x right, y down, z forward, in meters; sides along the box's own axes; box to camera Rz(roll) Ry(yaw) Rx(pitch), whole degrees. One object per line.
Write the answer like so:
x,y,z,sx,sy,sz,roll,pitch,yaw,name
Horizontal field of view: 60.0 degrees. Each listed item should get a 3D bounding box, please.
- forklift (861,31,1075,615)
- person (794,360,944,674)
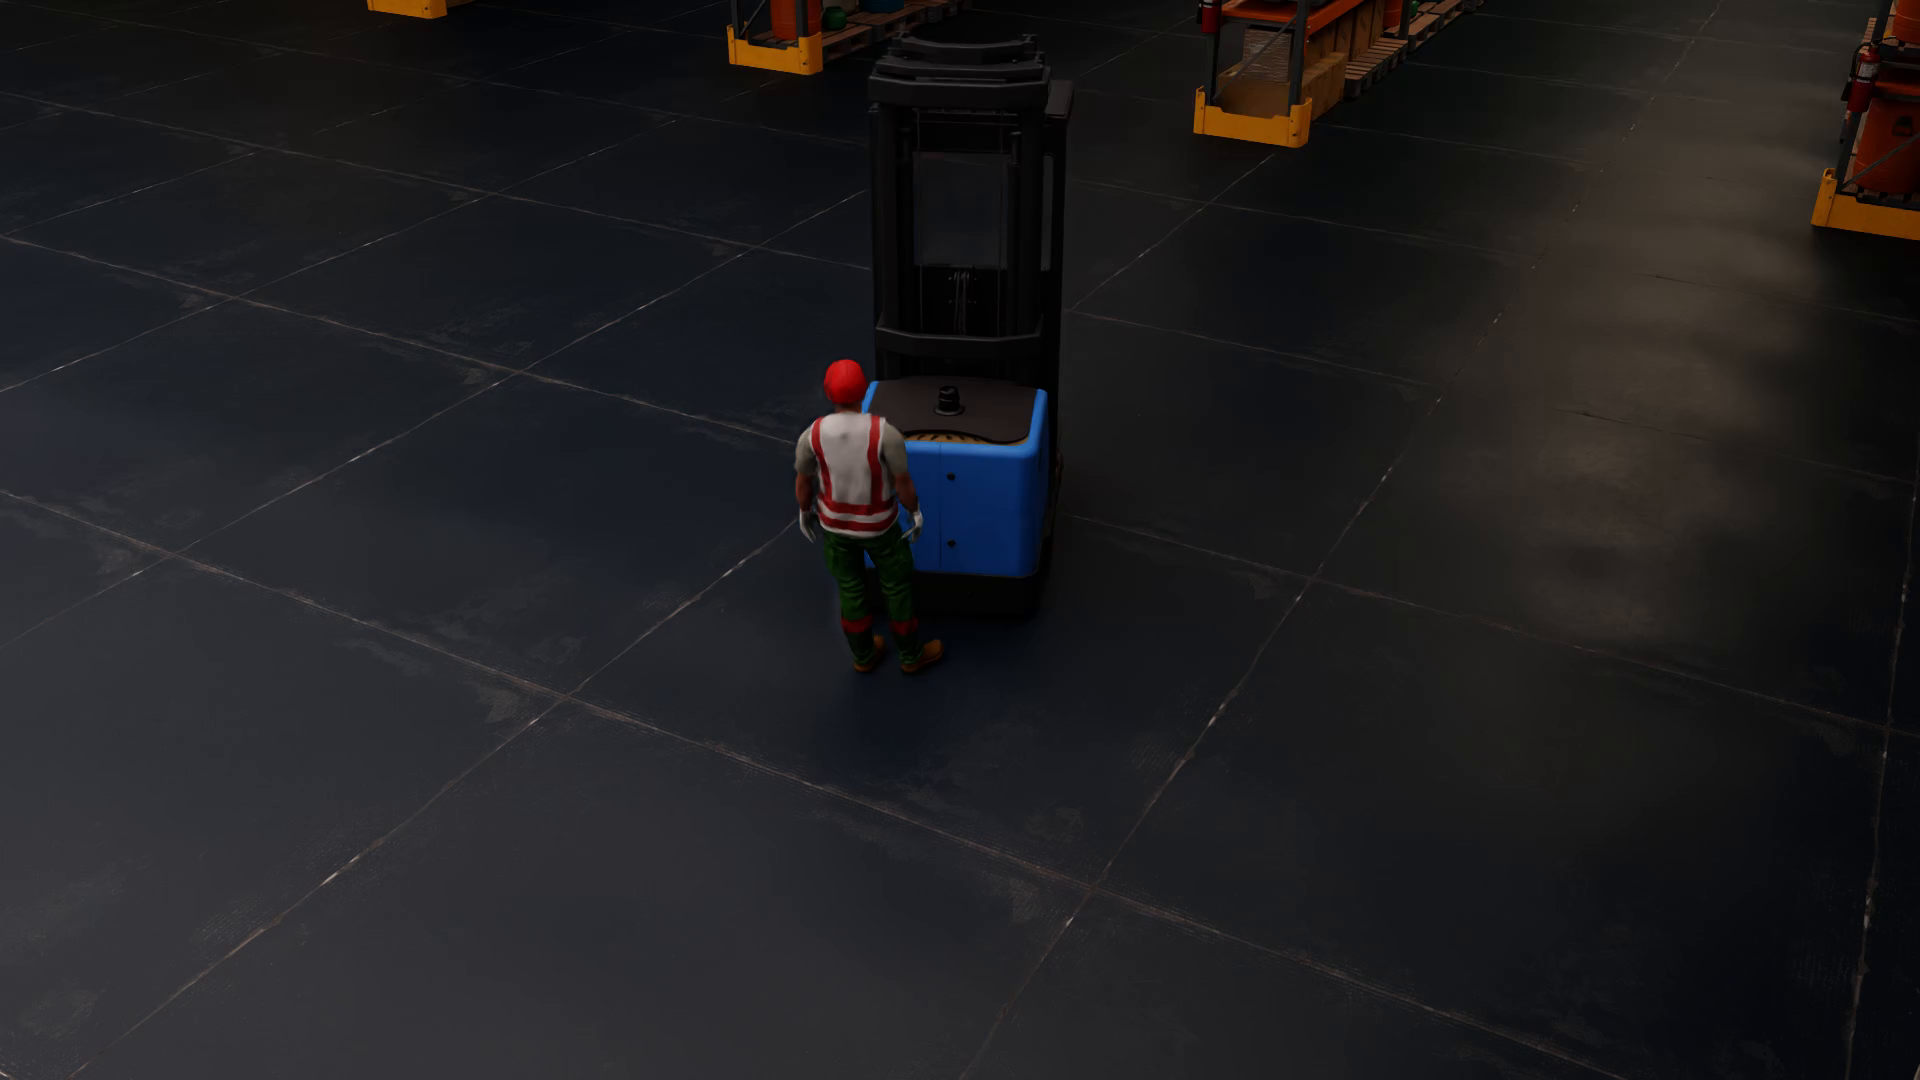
0.072,-1.572,9.794,1.130,2.935,3.031,3,30,6,forklift
-0.462,-0.106,8.390,0.713,1.788,0.440,4,30,6,person
